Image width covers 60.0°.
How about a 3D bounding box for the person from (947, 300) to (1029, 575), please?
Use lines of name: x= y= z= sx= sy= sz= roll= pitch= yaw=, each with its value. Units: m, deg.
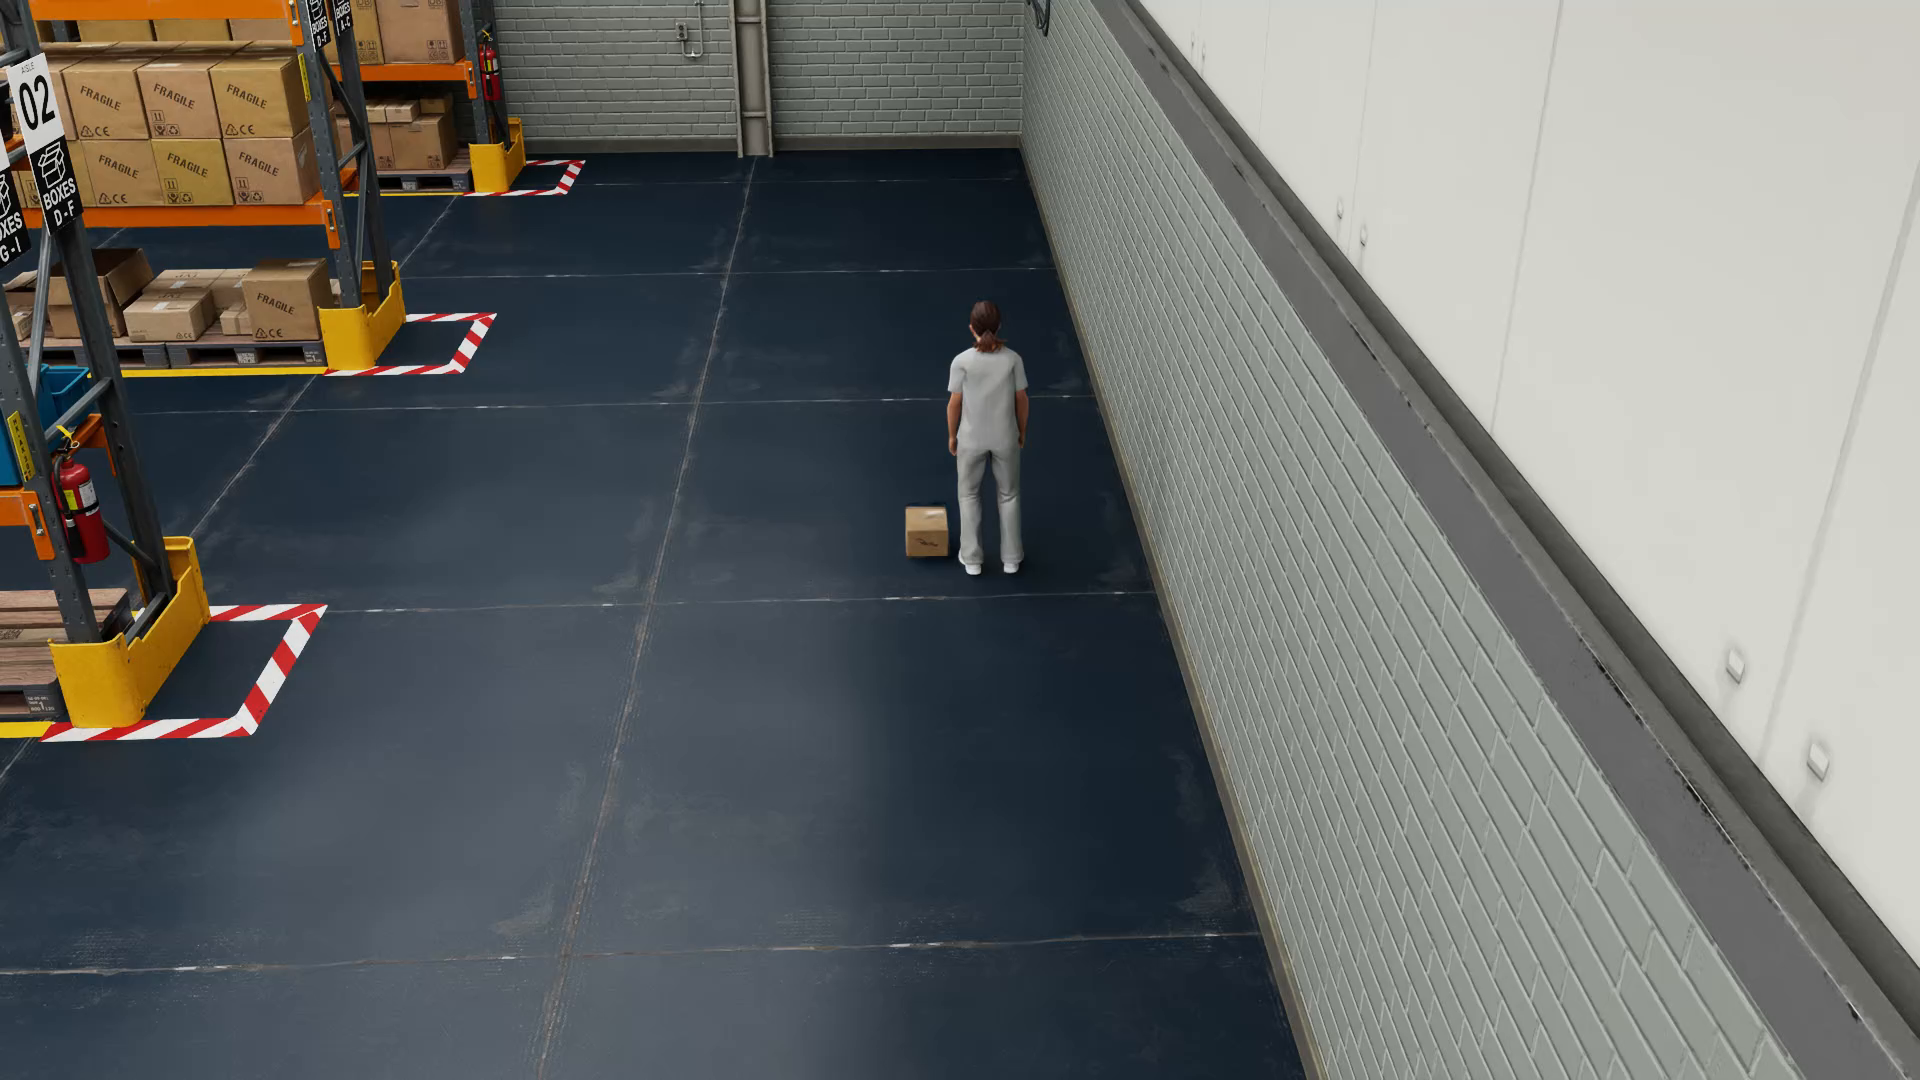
person: x=0.164 y=-0.585 z=9.736 sx=0.487 sy=1.673 sz=0.356 roll=-2 pitch=28 yaw=-4
